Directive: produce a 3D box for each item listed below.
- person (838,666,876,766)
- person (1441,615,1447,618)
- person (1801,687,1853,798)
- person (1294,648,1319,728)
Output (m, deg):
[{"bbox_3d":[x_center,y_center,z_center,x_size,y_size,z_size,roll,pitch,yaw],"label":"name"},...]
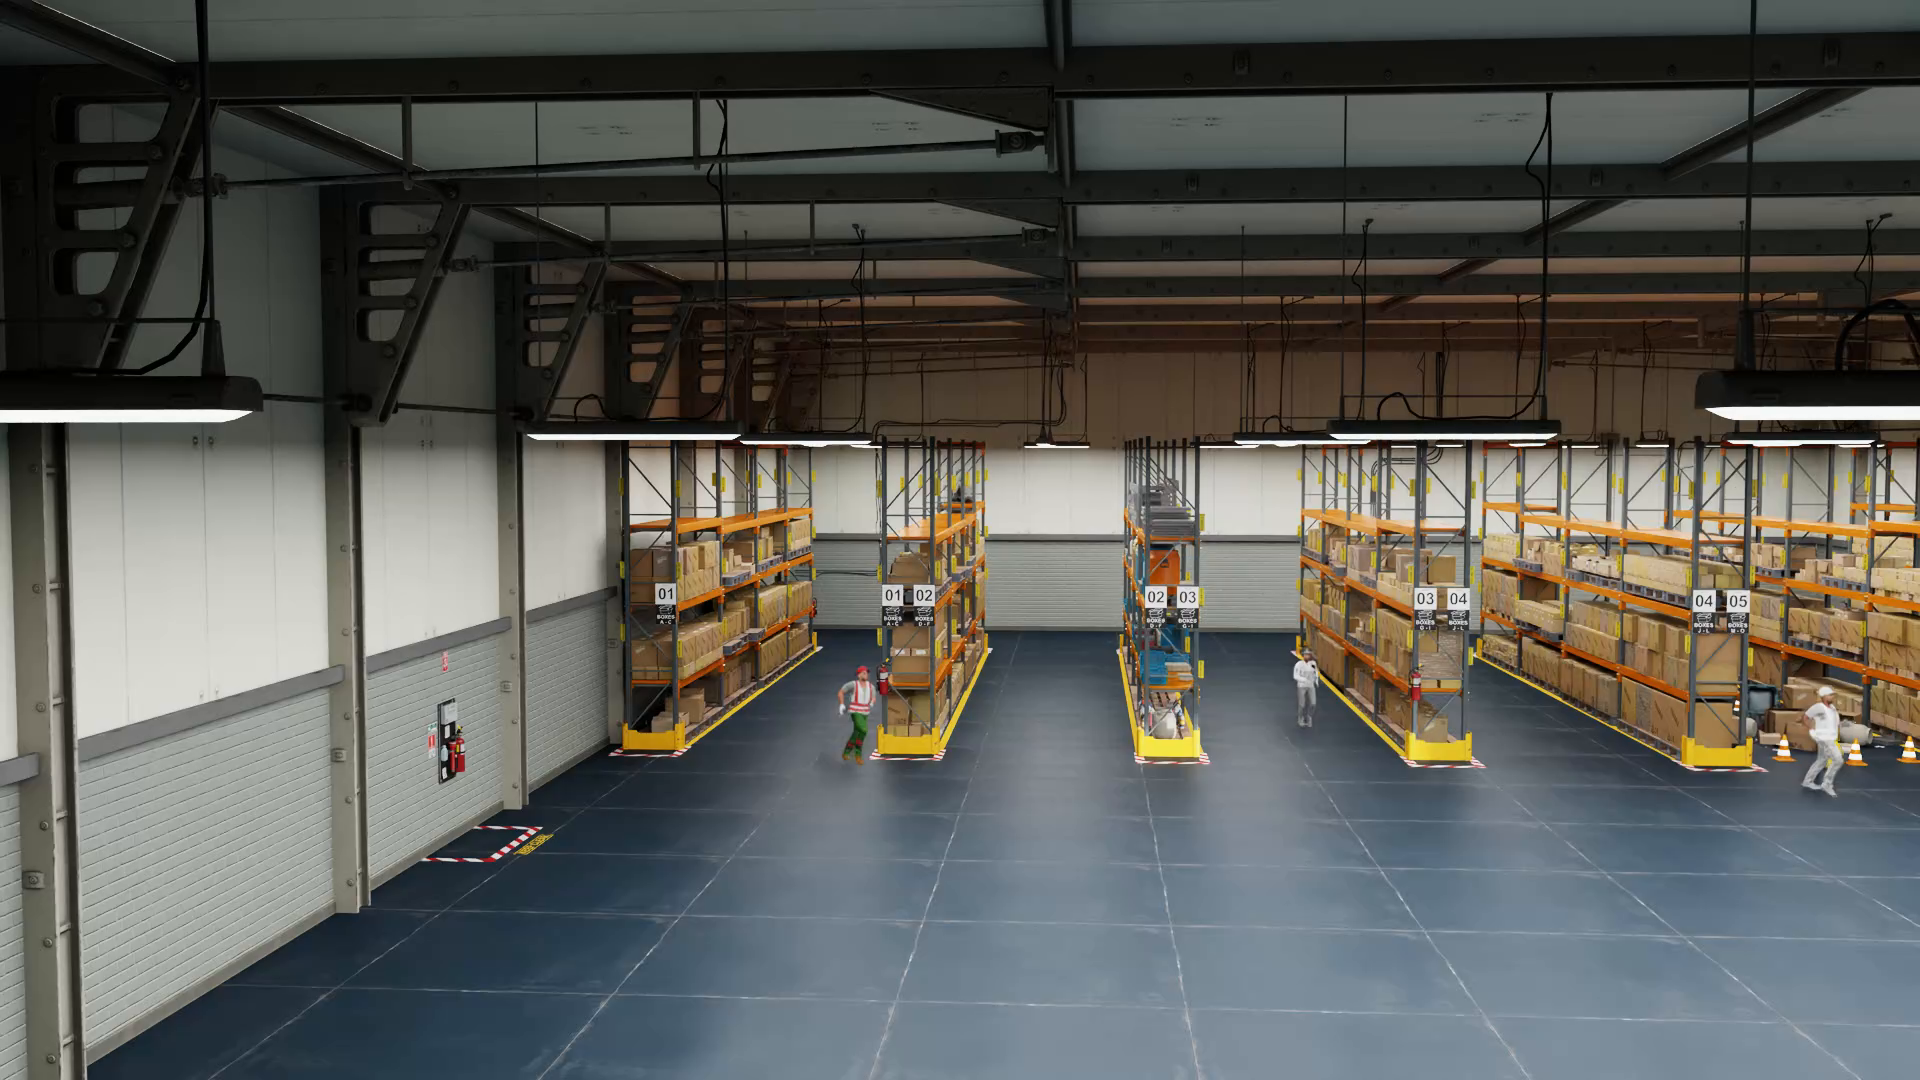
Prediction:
[{"bbox_3d":[-1.828,3.197,30.499,0.688,1.754,0.697,-2,4,-39],"label":"person"},{"bbox_3d":[13.121,2.438,45.125,0.689,1.727,0.566,1,3,16],"label":"person"},{"bbox_3d":[14.418,3.354,27.659,0.750,1.830,0.655,3,4,43],"label":"person"},{"bbox_3d":[7.154,3.046,34.293,0.575,1.671,0.739,0,3,-4],"label":"person"}]
